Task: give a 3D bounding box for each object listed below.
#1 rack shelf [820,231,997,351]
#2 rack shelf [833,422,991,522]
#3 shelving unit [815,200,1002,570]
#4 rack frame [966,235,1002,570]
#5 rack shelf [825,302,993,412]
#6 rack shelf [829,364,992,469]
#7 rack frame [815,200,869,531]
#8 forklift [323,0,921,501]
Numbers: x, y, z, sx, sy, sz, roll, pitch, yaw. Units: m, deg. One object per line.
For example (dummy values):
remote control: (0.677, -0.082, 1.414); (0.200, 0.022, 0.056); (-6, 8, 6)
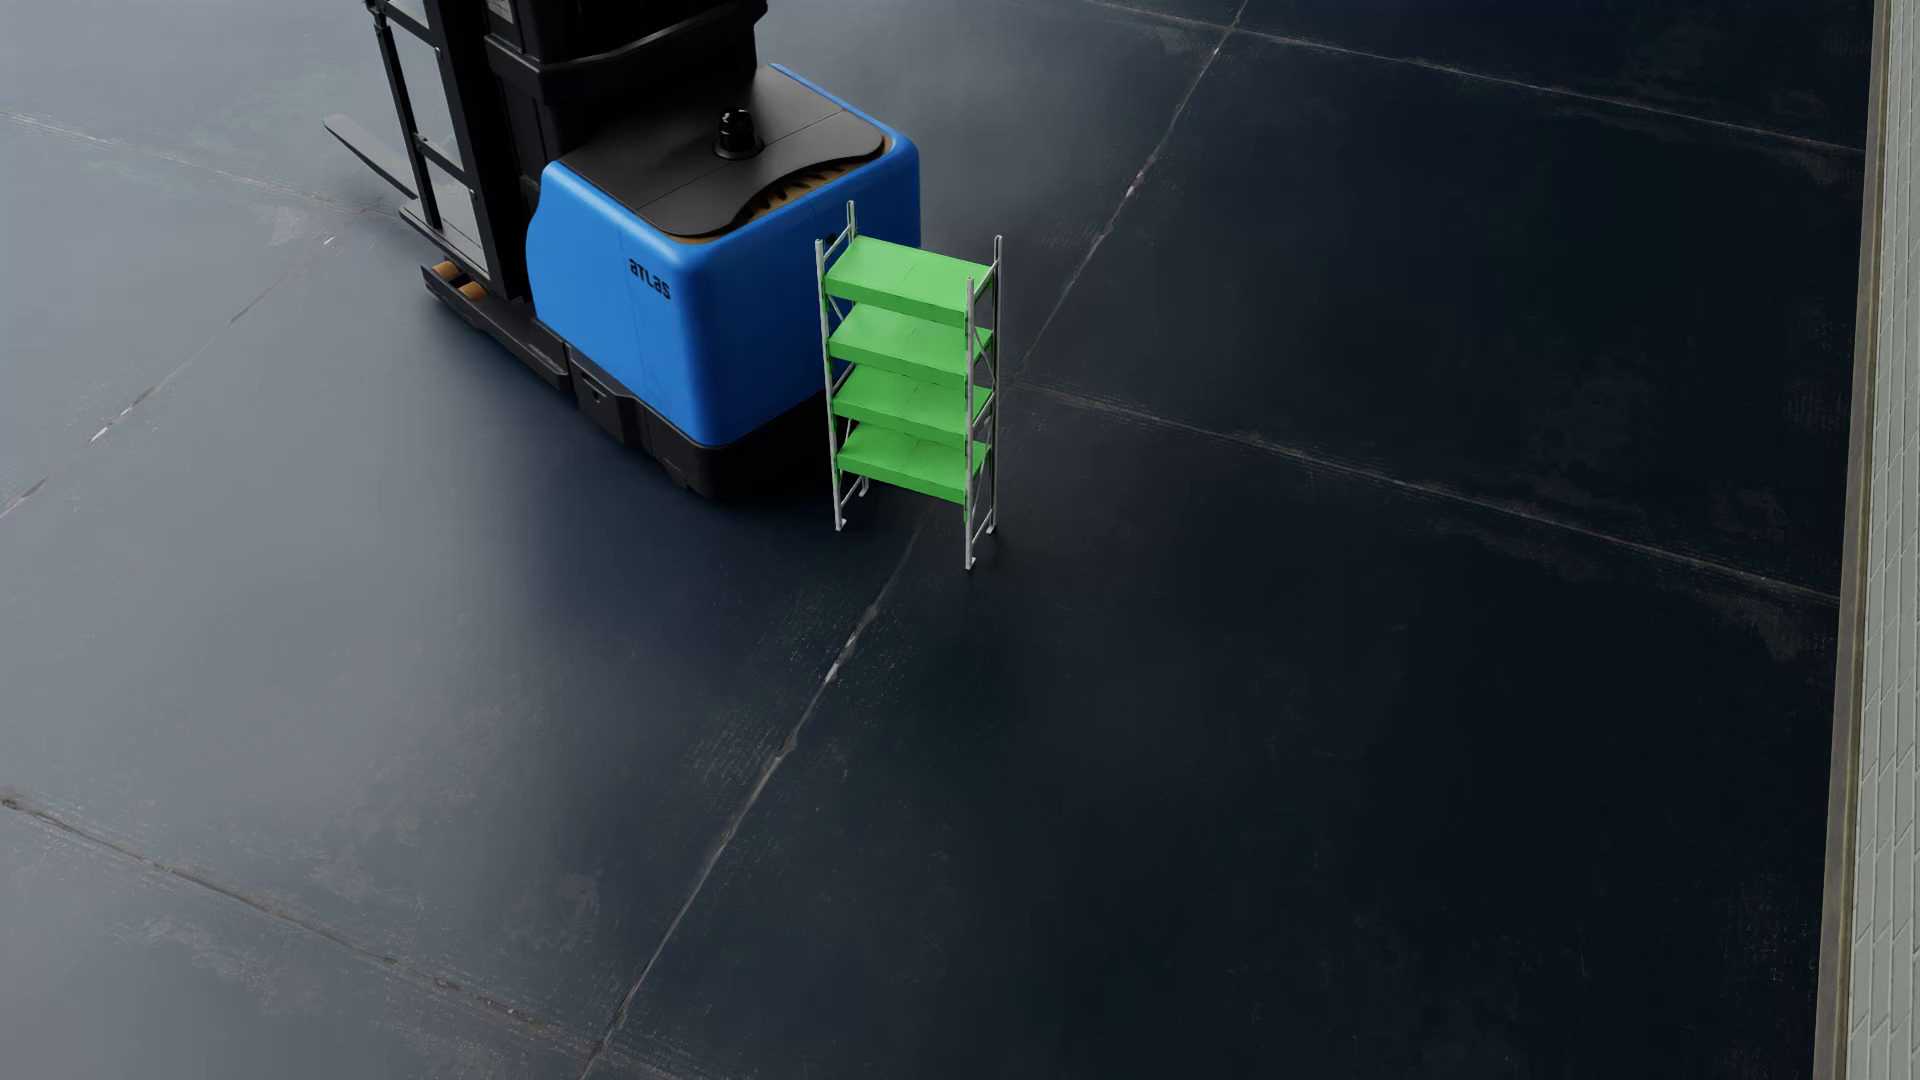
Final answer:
rack shelf: (-0.153, -0.765, 5.079); (0.480, 0.148, 0.258); (16, 47, 16)
rack shelf: (-0.153, -0.255, 5.586); (0.480, 0.148, 0.258); (16, 47, 16)
shelving unit: (-0.153, -0.470, 5.372); (0.503, 1.200, 0.258); (16, 47, 16)
rack frame: (0.072, -0.404, 5.305); (0.015, 1.200, 0.240); (16, 47, 16)
rack shelf: (-0.153, -0.595, 5.248); (0.480, 0.148, 0.258); (16, 47, 16)
rack shelf: (-0.153, -0.425, 5.417); (0.480, 0.148, 0.258); (16, 47, 16)
rack frame: (-0.378, -0.537, 5.439); (0.015, 1.200, 0.240); (16, 47, 16)
forklift: (-1.505, -2.119, 5.802); (1.130, 2.935, 3.031); (-34, 54, -29)
